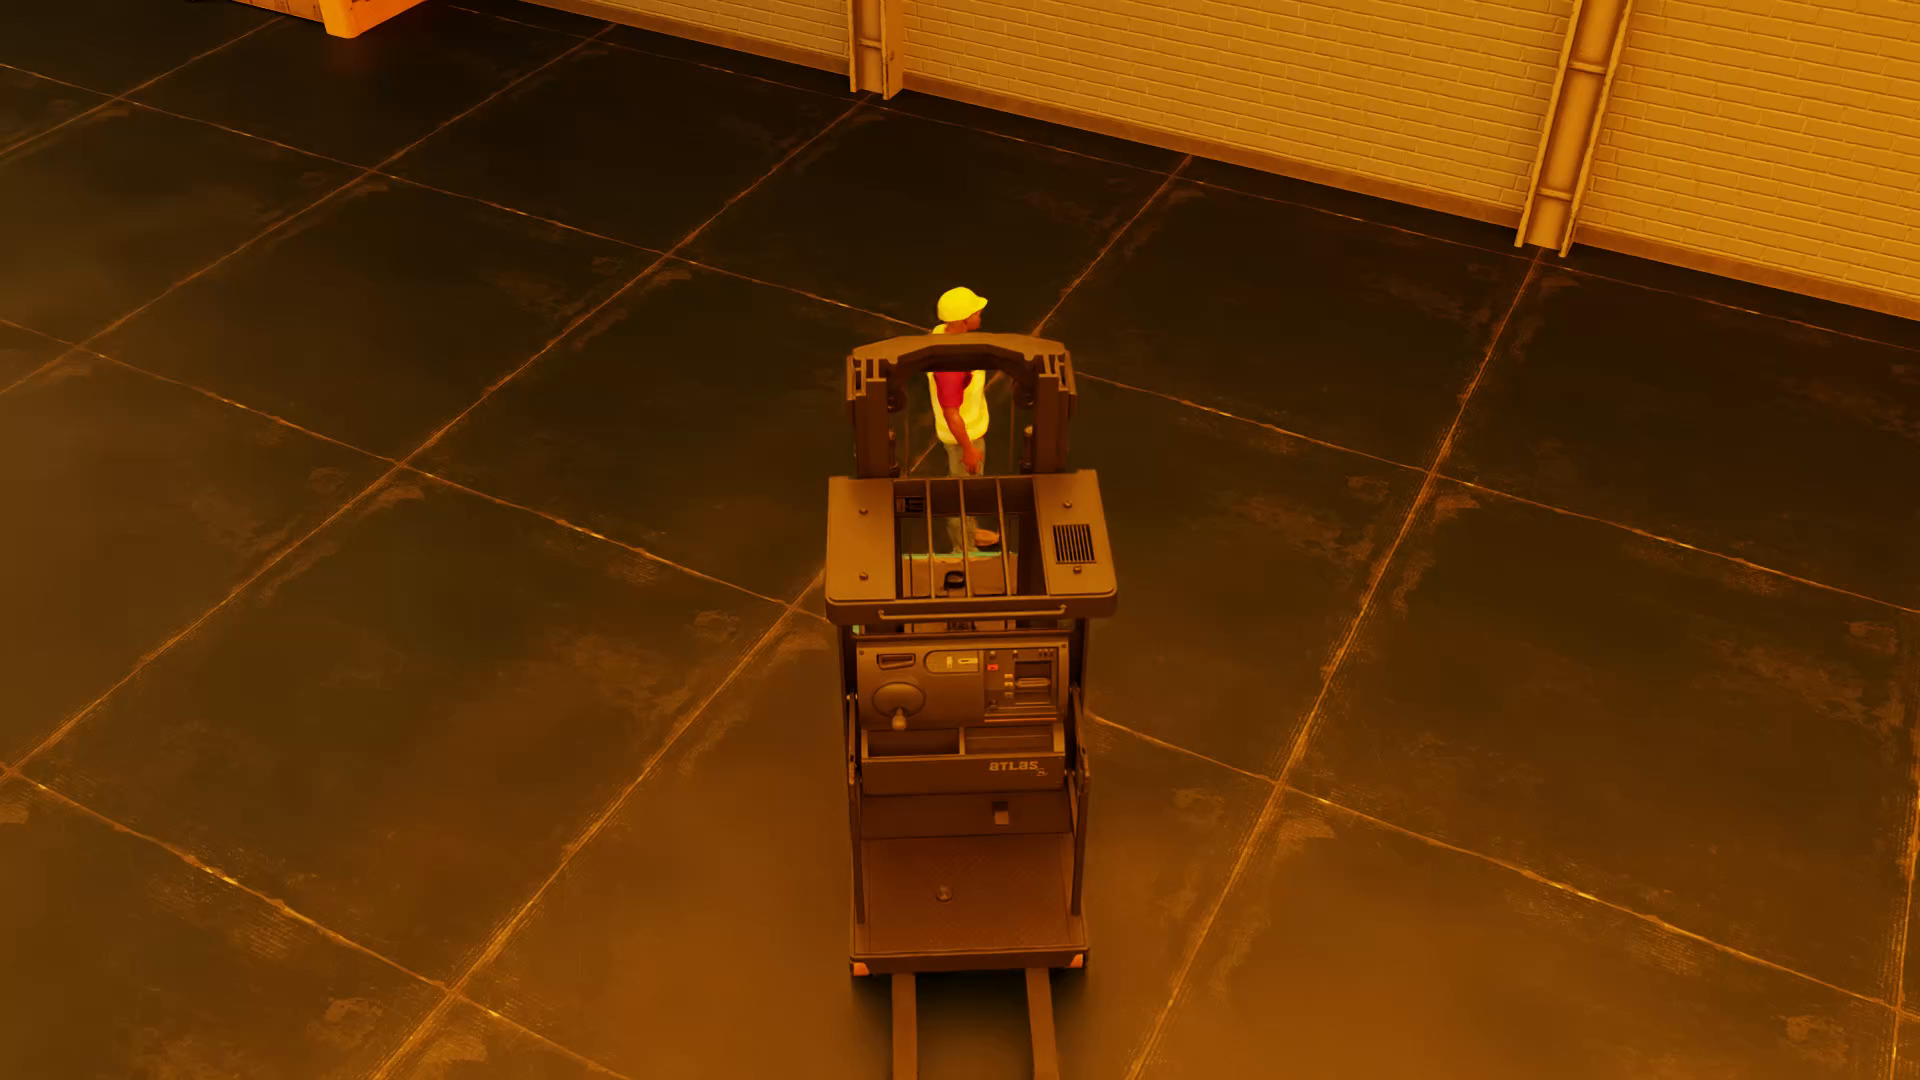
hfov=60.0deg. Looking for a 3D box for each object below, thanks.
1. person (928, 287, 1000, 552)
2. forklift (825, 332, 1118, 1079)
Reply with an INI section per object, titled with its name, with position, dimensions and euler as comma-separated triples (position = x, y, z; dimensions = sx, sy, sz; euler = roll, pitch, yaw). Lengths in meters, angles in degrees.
[person]
position = 0.031, -0.663, 9.679
dimensions = 0.429, 1.768, 0.739
euler = -3, 40, -3
[forklift]
position = 0.025, 0.710, 7.143
dimensions = 1.130, 2.935, 3.031
euler = -2, 40, -2
